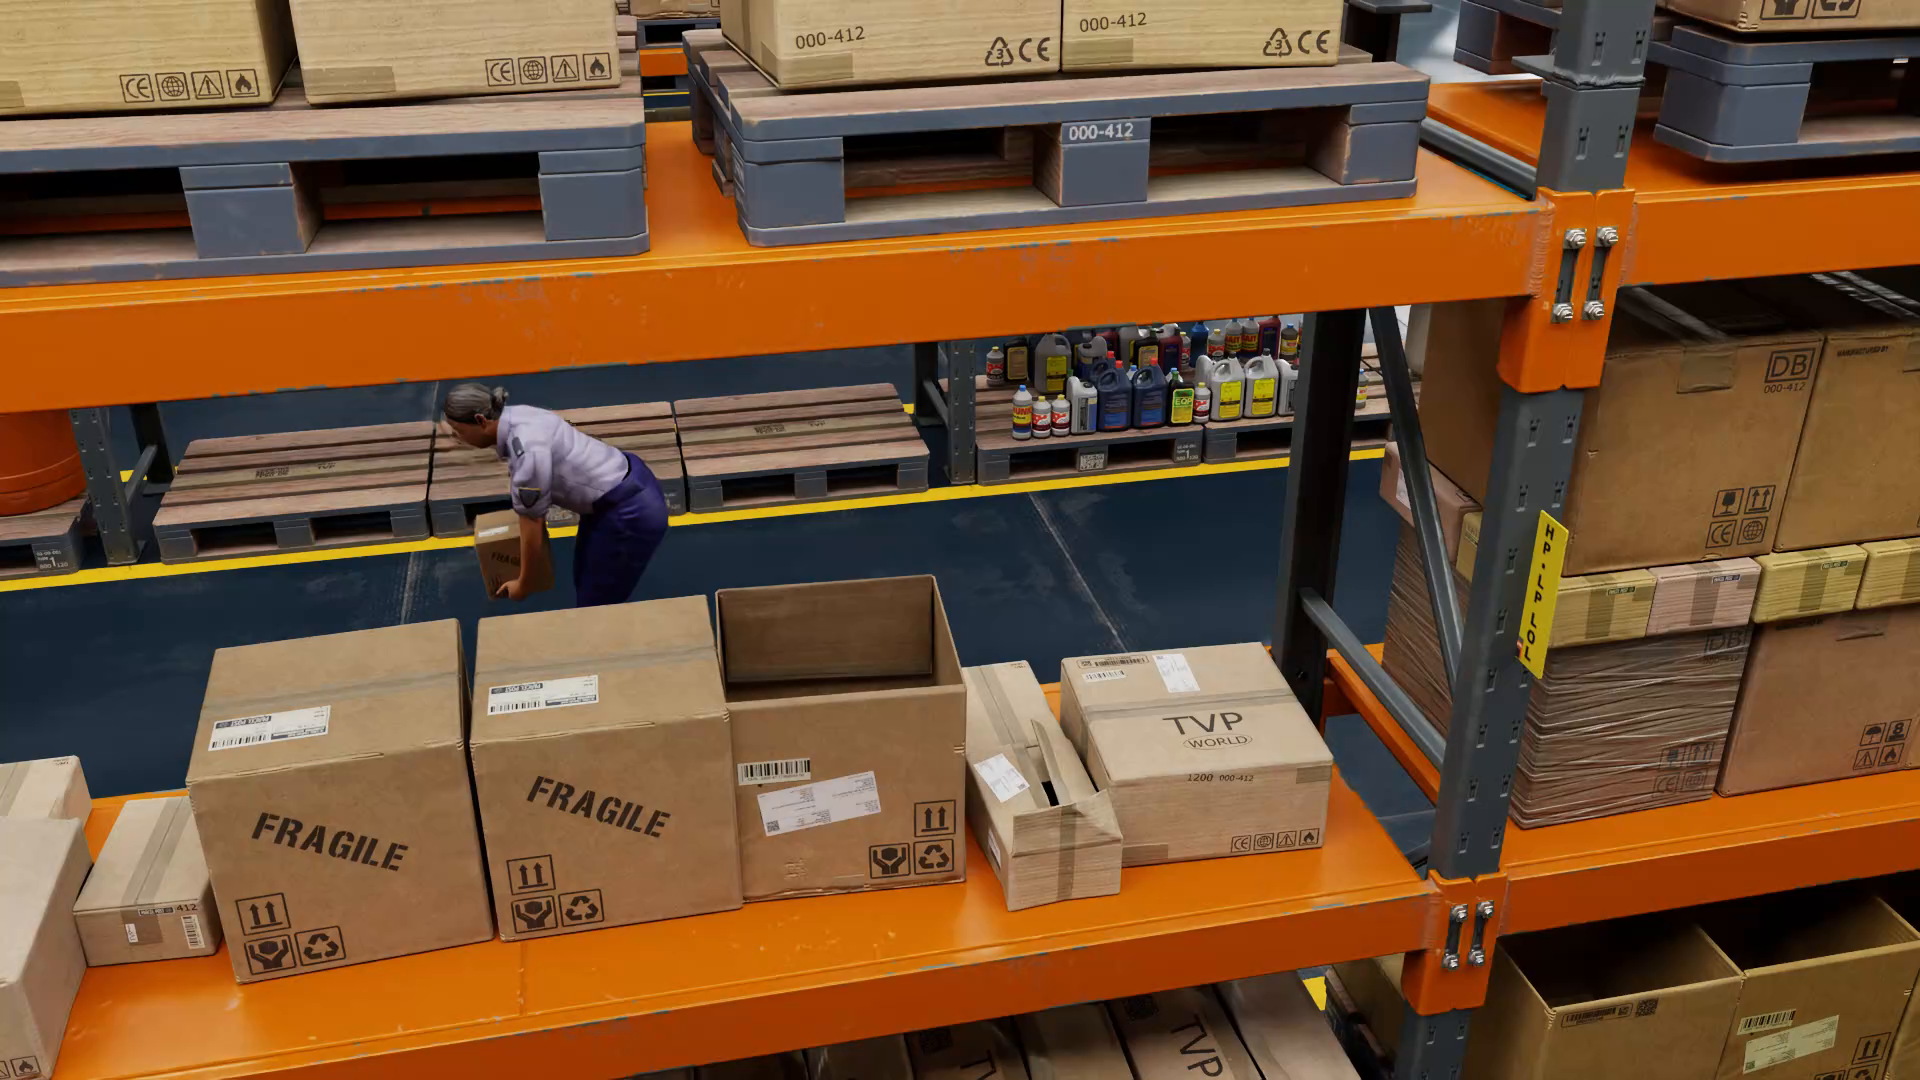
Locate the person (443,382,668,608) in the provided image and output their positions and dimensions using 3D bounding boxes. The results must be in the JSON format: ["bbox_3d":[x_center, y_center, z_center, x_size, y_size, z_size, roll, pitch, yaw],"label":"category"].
[{"bbox_3d":[-1.525,0.017,6.390,0.724,1.393,0.449,-7,28,-13],"label":"person"}]
